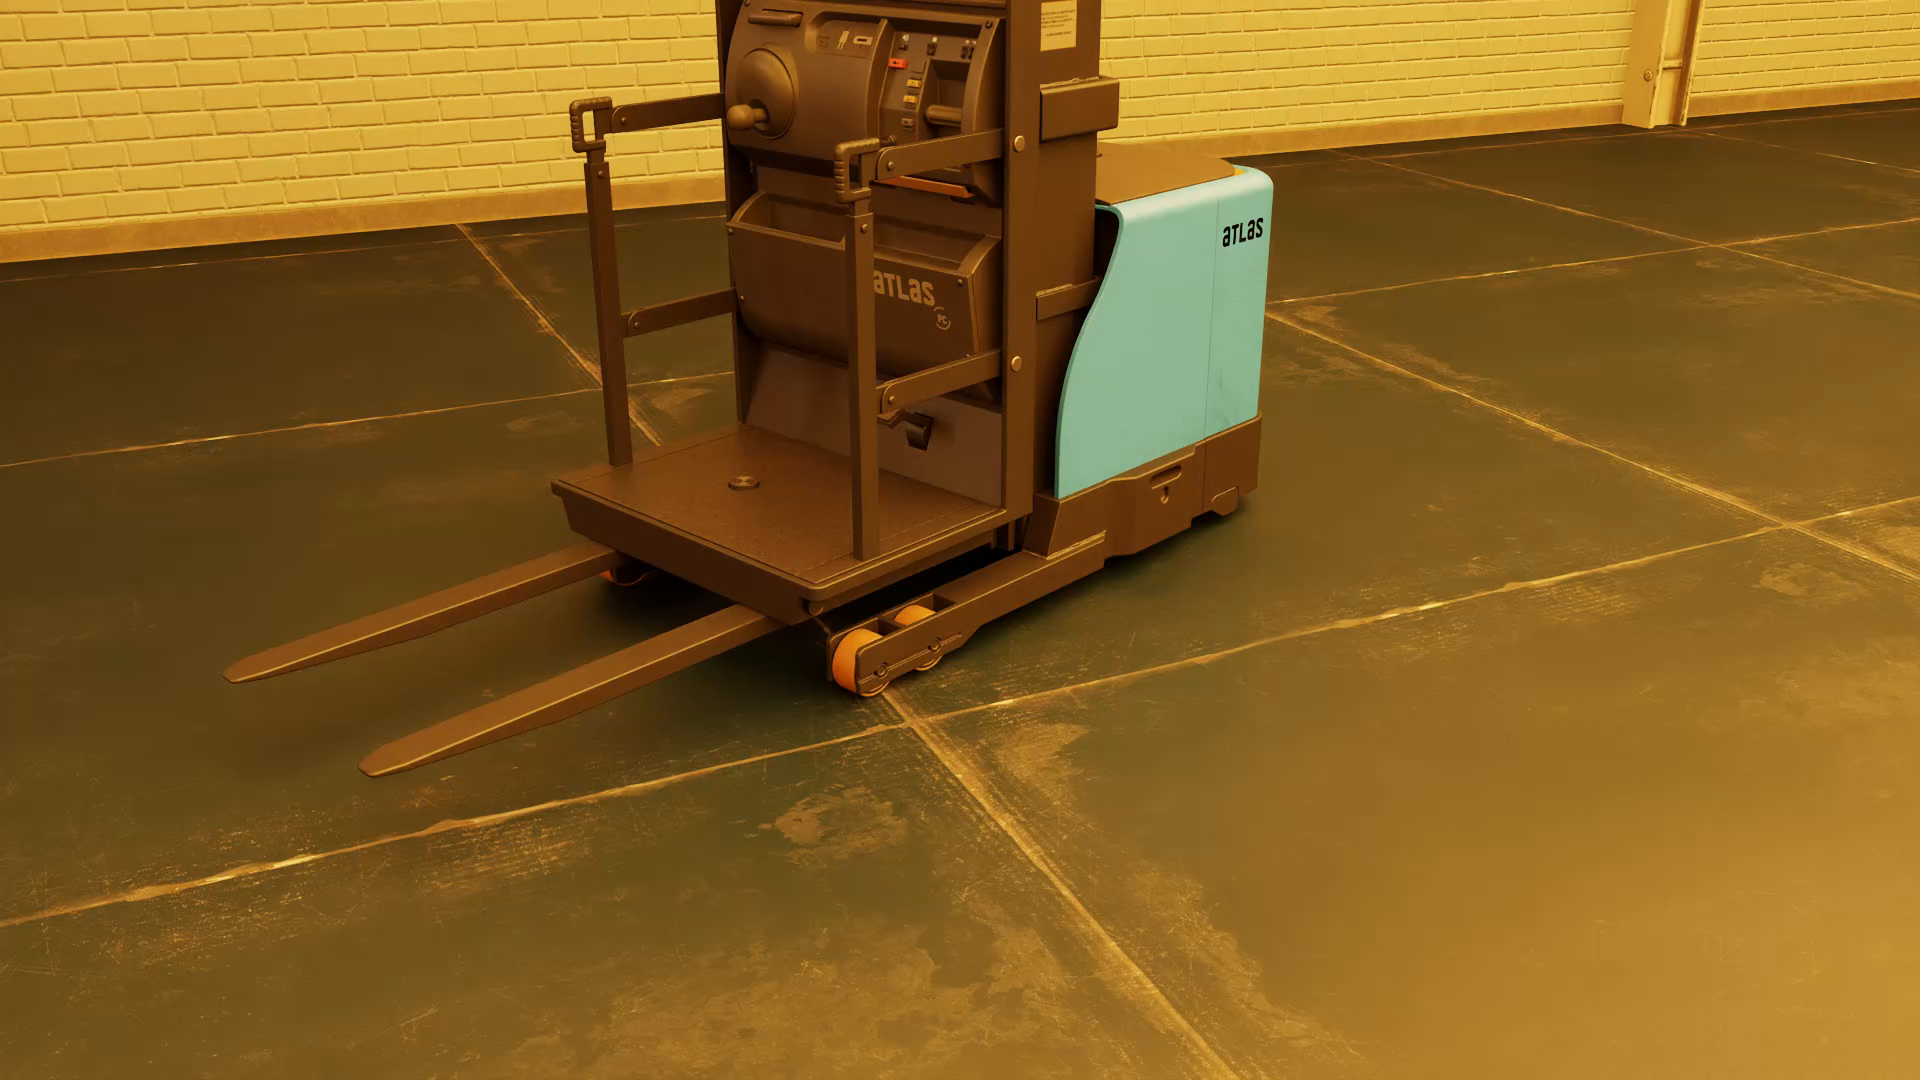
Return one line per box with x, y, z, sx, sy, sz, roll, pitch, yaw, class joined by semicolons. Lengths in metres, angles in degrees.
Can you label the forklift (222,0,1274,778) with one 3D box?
-0.413;-1.182;4.131;1.130;2.935;3.031;19;29;39;forklift
